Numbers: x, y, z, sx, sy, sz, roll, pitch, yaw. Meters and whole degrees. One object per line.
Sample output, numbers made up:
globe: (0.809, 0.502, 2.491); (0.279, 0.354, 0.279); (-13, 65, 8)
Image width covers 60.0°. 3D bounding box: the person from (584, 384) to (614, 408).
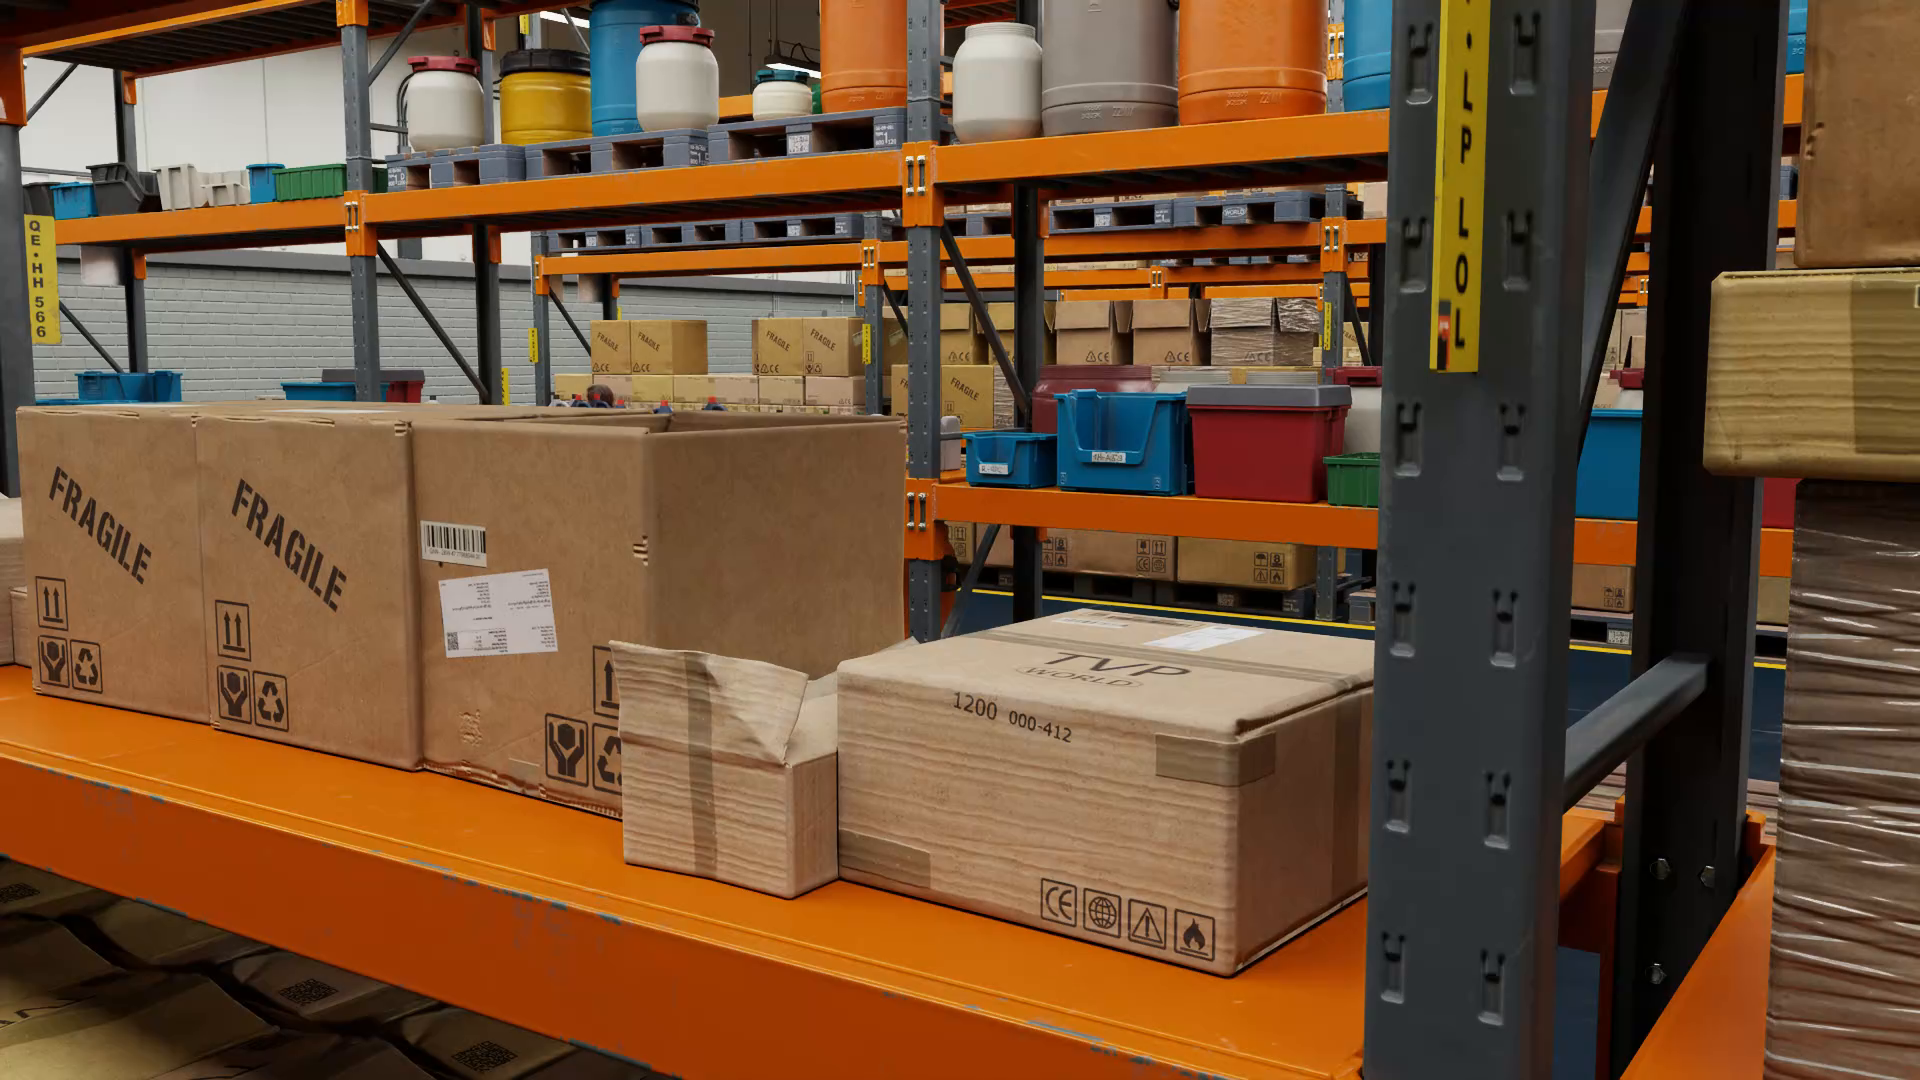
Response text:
person: (-2.595, -0.297, 12.034); (0.765, 1.651, 0.442); (4, 7, 31)
